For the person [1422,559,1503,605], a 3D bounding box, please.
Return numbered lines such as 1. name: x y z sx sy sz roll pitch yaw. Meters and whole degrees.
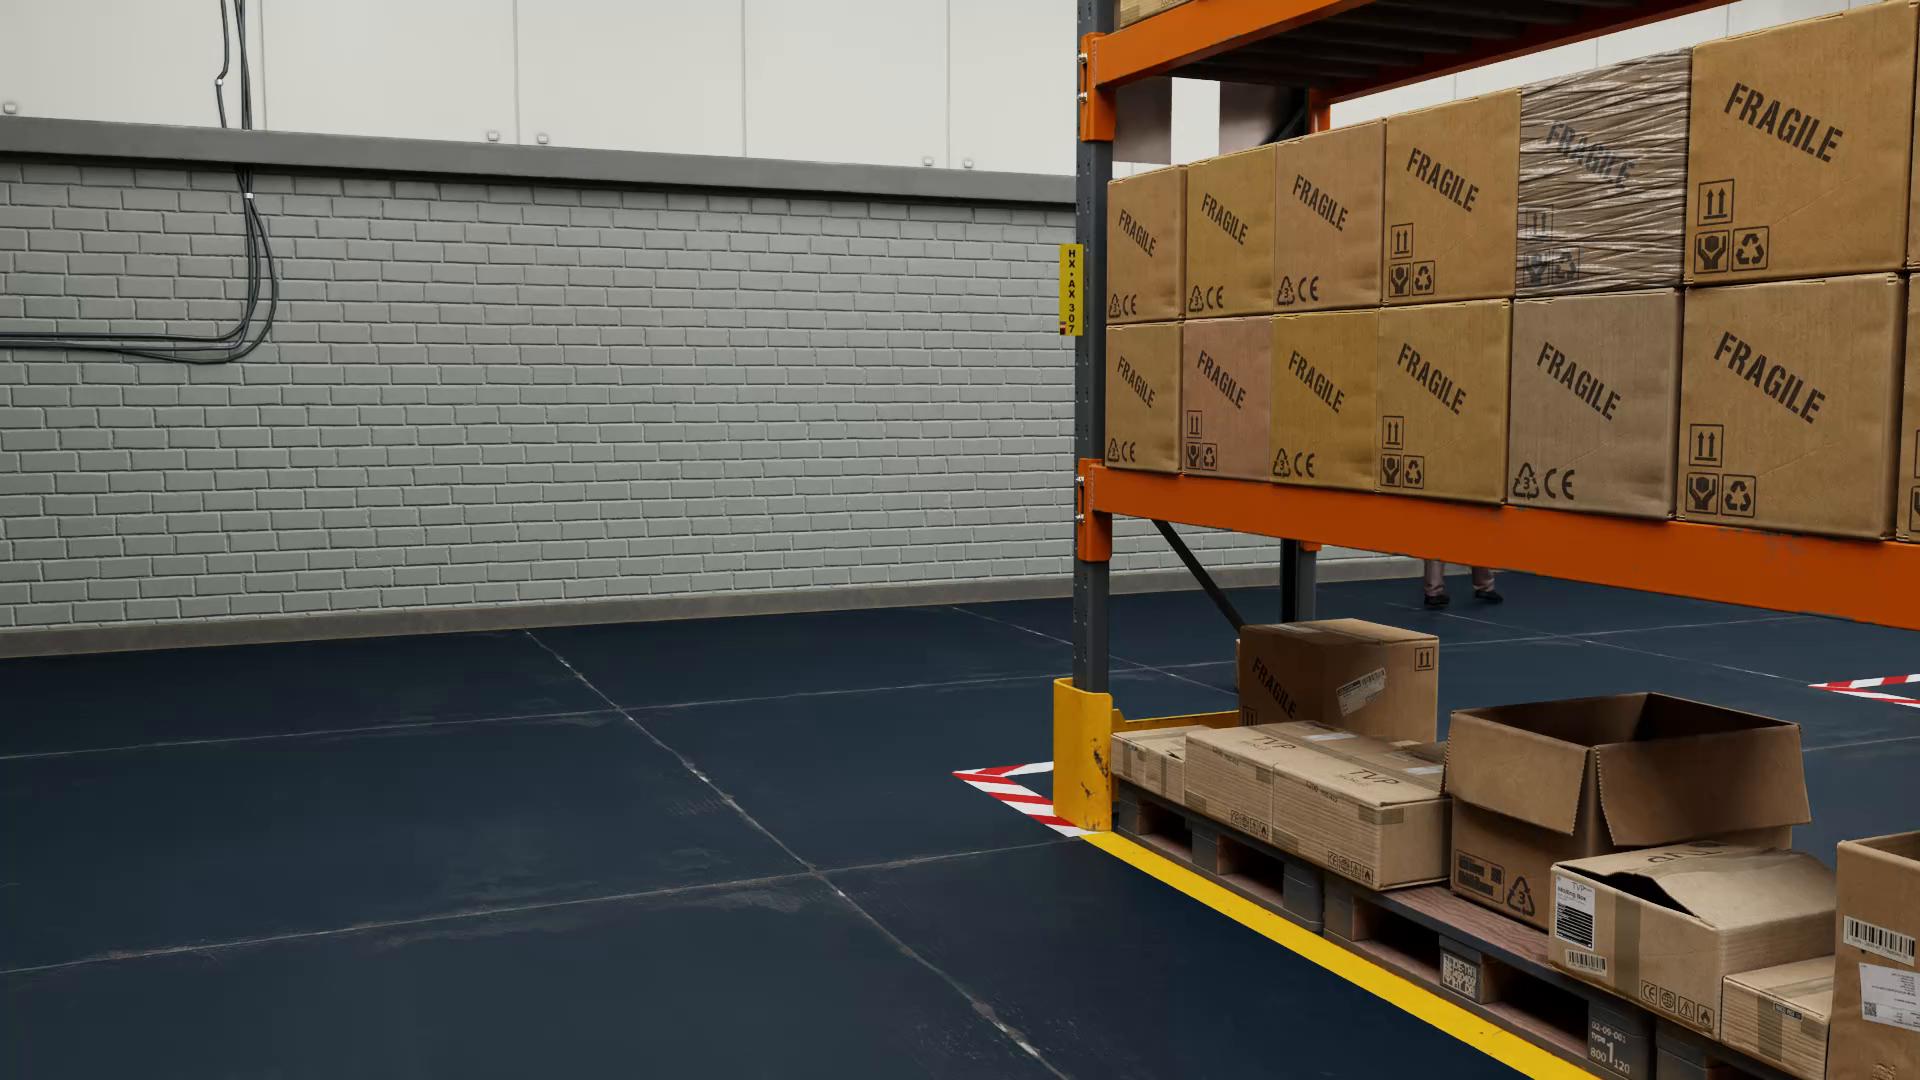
1. person: 3.599 -0.386 11.953 0.572 1.703 0.863 4 6 35
